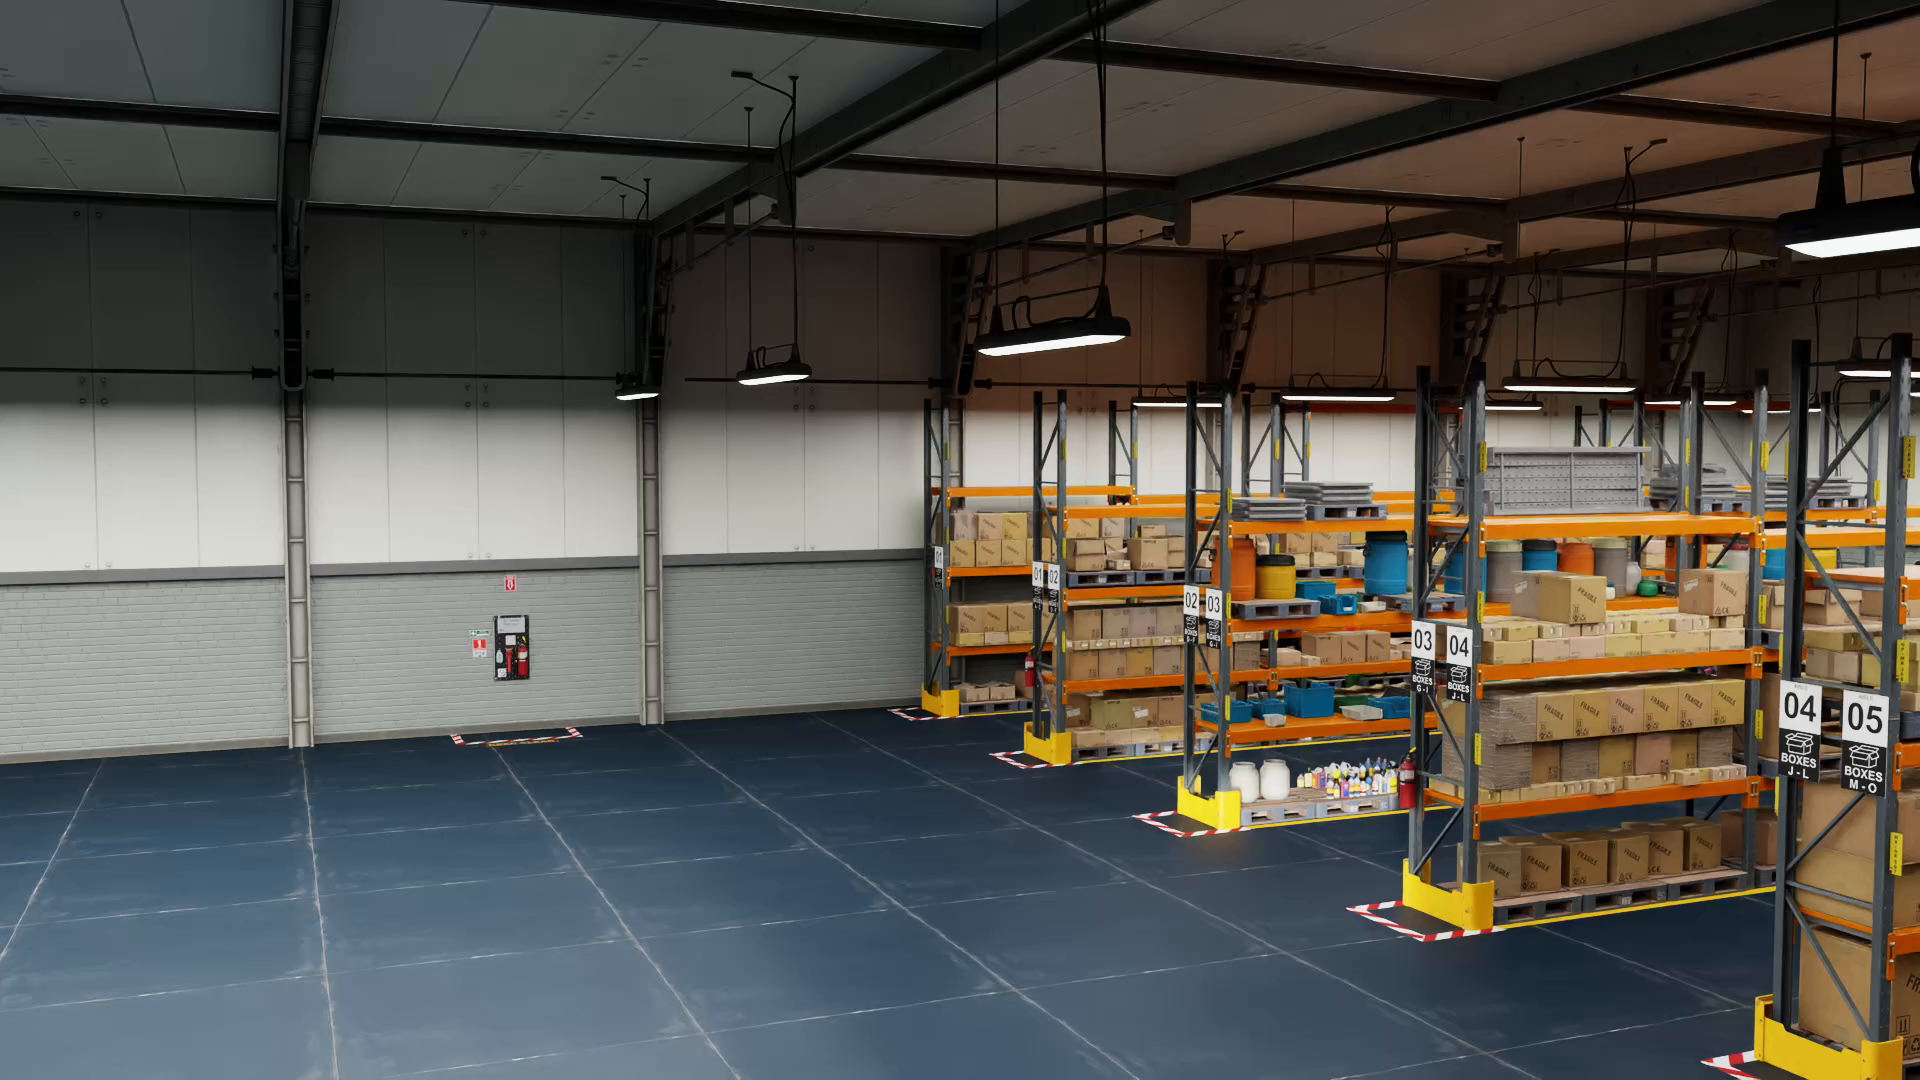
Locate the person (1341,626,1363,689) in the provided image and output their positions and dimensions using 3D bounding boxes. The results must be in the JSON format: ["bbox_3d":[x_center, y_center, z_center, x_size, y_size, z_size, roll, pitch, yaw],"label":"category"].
[{"bbox_3d":[7.574,2.454,31.817,0.627,1.688,0.691,-1,3,-15],"label":"person"}]
